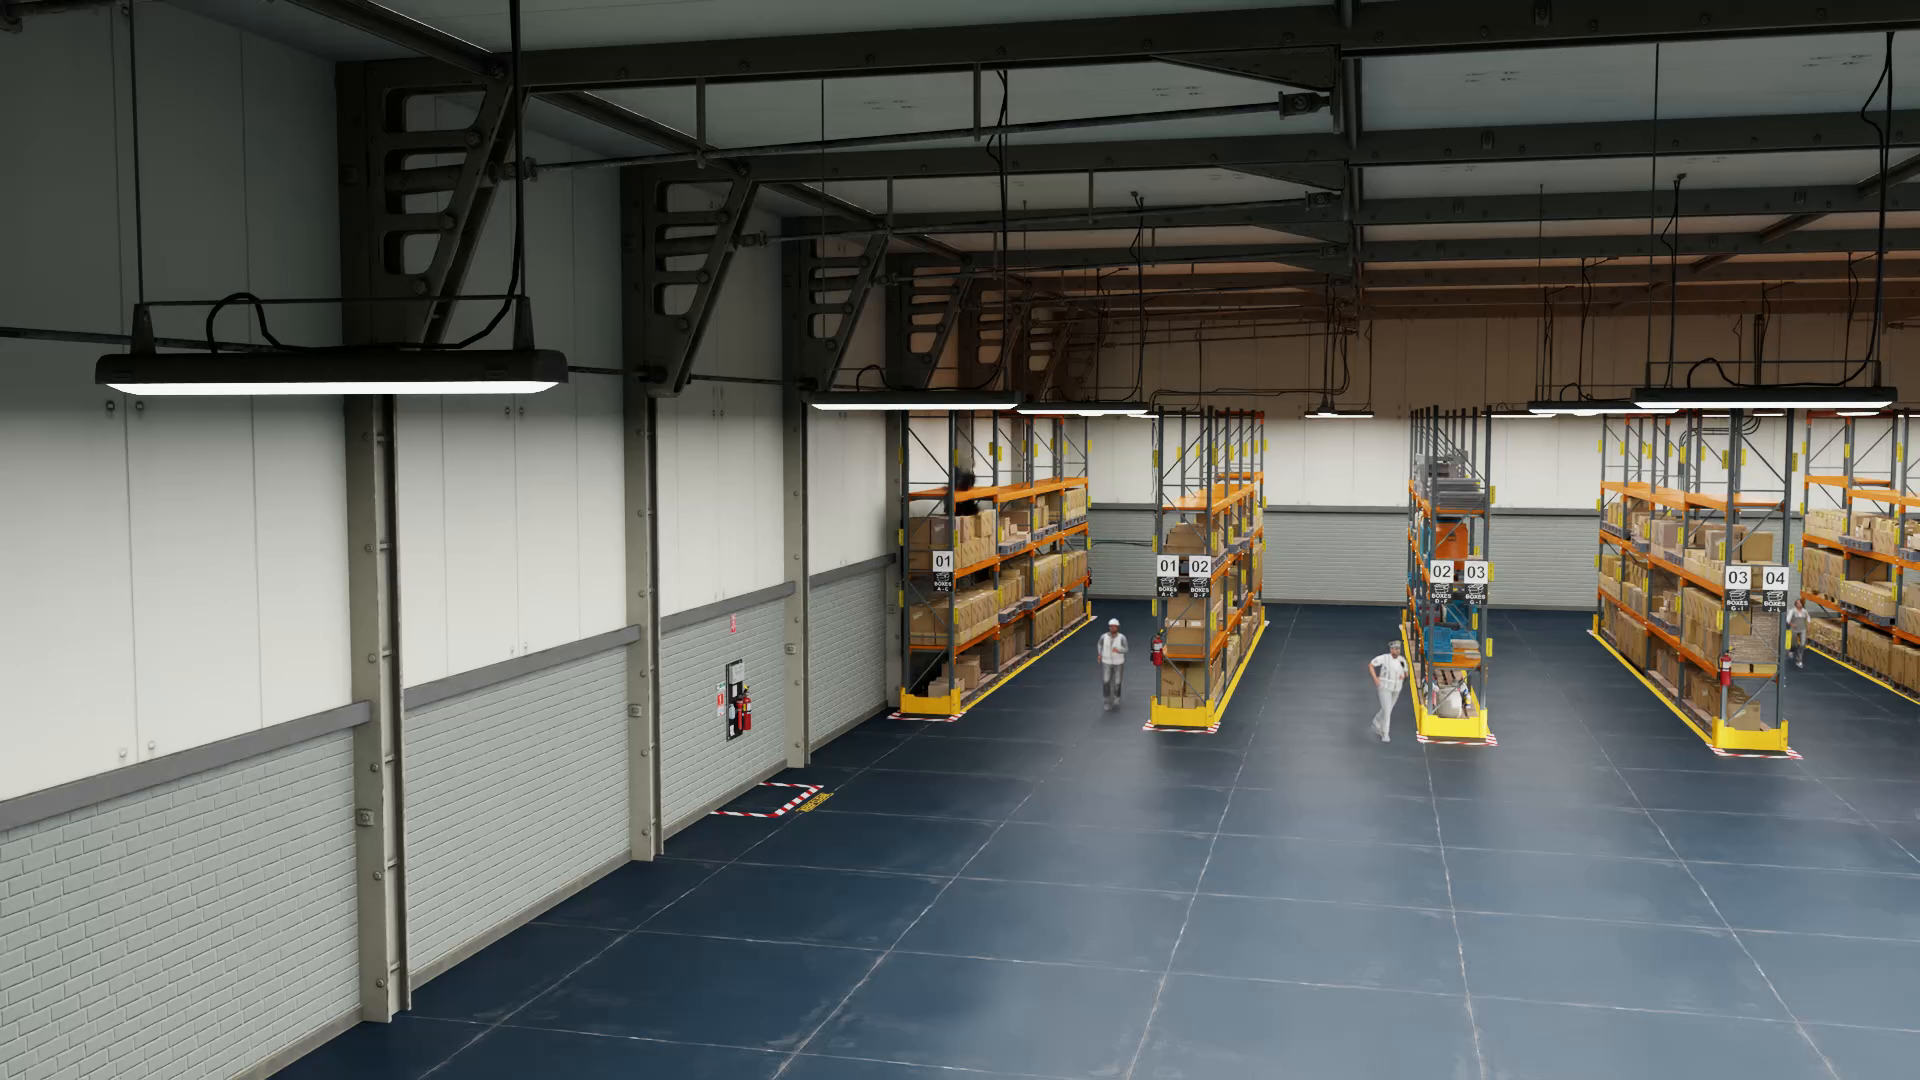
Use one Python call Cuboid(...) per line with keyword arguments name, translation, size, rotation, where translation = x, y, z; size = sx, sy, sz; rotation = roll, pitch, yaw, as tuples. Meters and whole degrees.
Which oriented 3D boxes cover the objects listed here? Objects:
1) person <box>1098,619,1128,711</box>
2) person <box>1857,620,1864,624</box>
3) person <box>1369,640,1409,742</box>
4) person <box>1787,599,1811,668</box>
Cuboid(name="person", translation=(3.030, 2.475, 33.008), size=(0.624, 1.831, 0.752), rotation=(1, 4, 8))
Cuboid(name="person", translation=(24.129, 1.668, 44.234), size=(0.841, 1.814, 0.635), rotation=(1, 4, 15))
Cuboid(name="person", translation=(7.765, 2.717, 30.026), size=(0.691, 1.845, 0.806), rotation=(-1, 4, -16))
Cuboid(name="person", translation=(19.626, 2.159, 38.914), size=(0.555, 1.584, 0.815), rotation=(1, 4, 14))
